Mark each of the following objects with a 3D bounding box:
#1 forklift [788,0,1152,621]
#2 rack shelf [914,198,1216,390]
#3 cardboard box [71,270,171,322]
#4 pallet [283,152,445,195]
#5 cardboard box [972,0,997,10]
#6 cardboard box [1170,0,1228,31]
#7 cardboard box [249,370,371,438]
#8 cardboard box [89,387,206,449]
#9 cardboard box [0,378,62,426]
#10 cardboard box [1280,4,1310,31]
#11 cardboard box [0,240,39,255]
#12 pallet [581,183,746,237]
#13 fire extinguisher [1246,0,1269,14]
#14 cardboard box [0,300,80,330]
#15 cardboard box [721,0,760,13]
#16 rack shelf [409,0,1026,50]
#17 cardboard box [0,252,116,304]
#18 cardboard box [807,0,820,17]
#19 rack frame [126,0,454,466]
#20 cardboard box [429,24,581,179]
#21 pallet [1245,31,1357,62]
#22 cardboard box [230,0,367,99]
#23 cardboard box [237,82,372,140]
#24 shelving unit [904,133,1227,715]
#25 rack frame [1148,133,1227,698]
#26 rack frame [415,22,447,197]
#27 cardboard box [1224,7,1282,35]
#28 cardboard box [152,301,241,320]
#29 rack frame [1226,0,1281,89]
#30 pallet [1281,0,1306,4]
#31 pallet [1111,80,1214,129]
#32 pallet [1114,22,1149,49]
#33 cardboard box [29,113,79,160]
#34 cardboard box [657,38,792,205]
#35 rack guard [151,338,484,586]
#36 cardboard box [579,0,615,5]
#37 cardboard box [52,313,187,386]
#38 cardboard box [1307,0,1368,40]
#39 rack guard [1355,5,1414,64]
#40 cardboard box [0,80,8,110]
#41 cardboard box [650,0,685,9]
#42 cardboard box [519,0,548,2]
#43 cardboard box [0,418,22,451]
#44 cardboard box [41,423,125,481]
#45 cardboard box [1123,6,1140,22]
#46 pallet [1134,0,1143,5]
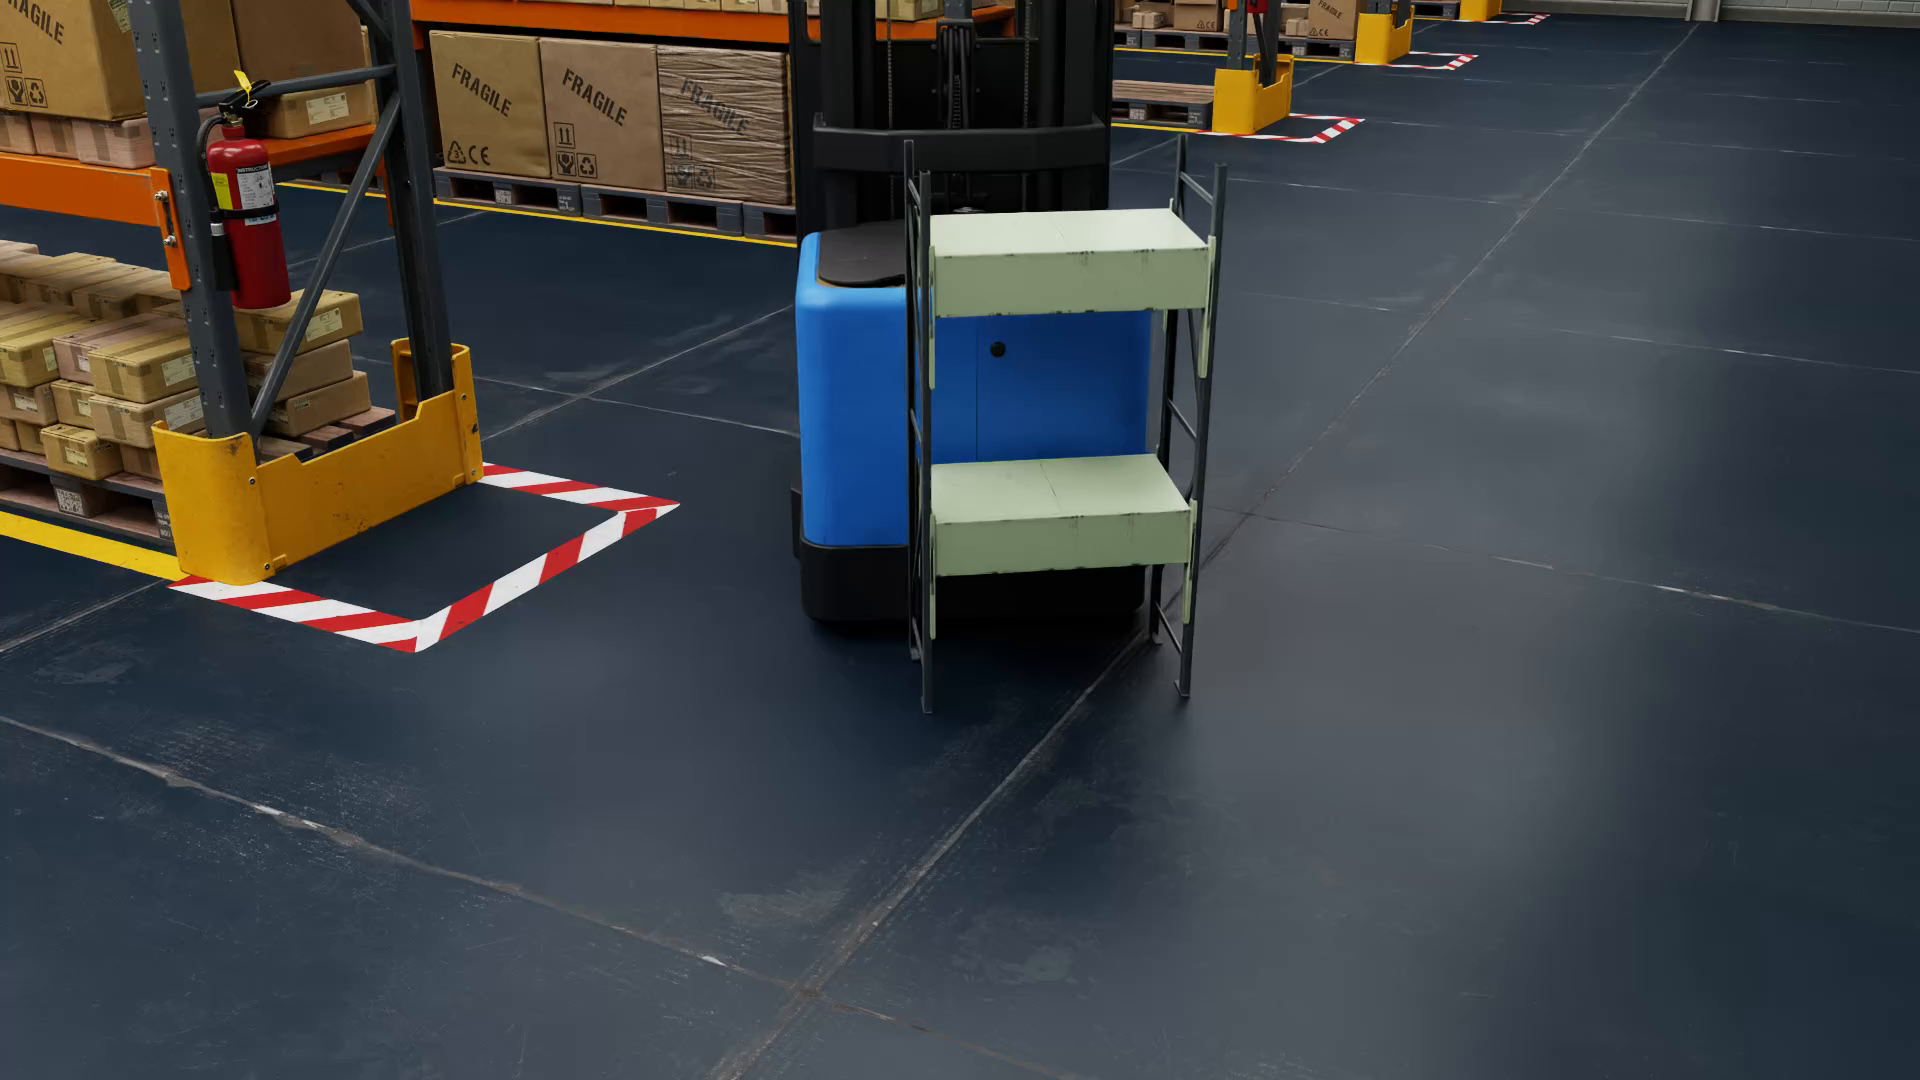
[{"bbox_3d":[-0.044,-1.640,5.861,1.130,2.935,3.031,-1,23,-3],"label":"forklift"},{"bbox_3d":[0.253,-0.652,4.352,0.720,0.370,0.431,-3,25,-7],"label":"rack shelf"},{"bbox_3d":[-3.175,-0.920,6.427,0.250,0.149,0.380,10,25,22],"label":"cardboard box"},{"bbox_3d":[-4.099,-2.691,11.807,1.213,0.211,1.003,11,25,25],"label":"pallet"},{"bbox_3d":[0.025,-3.220,9.810,0.250,0.149,0.380,12,26,25],"label":"cardboard box"},{"bbox_3d":[2.776,-6.047,18.764,0.637,0.503,0.797,11,25,25],"label":"cardboard box"},{"bbox_3d":[-2.458,-0.529,6.267,0.250,0.149,0.380,12,26,26],"label":"cardboard box"},{"bbox_3d":[-2.735,-0.455,5.713,0.250,0.149,0.380,10,25,23],"label":"cardboard box"},{"bbox_3d":[-3.199,-0.546,5.928,0.250,0.149,0.380,10,25,22],"label":"cardboard box"},{"bbox_3d":[3.863,-5.837,18.595,0.500,0.250,0.500,11,25,25],"label":"cardboard box"},{"bbox_3d":[-4.072,-1.128,6.916,0.250,0.149,0.380,10,25,23],"label":"cardboard box"},{"bbox_3d":[-1.640,-2.204,10.663,1.213,0.211,1.003,11,25,25],"label":"pallet"},{"bbox_3d":[2.358,-4.495,13.062,0.183,0.674,0.296,11,25,25],"label":"fire extinguisher"},{"bbox_3d":[-3.411,-0.737,5.996,0.250,0.149,0.380,10,25,22],"label":"cardboard box"},{"bbox_3d":[-1.185,-3.170,9.692,0.250,0.149,0.380,11,25,23],"label":"cardboard box"},{"bbox_3d":[-1.592,-3.180,10.314,4.000,0.370,1.077,11,25,25],"label":"rack shelf"},{"bbox_3d":[-3.633,-1.035,6.697,0.250,0.149,0.380,12,26,25],"label":"cardboard box"},{"bbox_3d":[-0.730,-3.080,9.481,0.250,0.149,0.380,11,26,25],"label":"cardboard box"},{"bbox_3d":[-2.135,-1.443,5.311,0.127,3.000,1.000,11,25,25],"label":"rack frame"},{"bbox_3d":[-2.824,-2.935,10.997,0.875,0.875,0.875,11,25,25],"label":"cardboard box"},{"bbox_3d":[3.887,-5.487,18.384,1.213,0.211,1.003,11,25,25],"label":"pallet"},{"bbox_3d":[-2.411,-1.802,5.646,0.500,0.500,0.500,13,26,27],"label":"cardboard box"},{"bbox_3d":[-2.276,-1.499,5.764,0.250,0.149,0.380,11,25,24],"label":"cardboard box"},{"bbox_3d":[0.251,-0.298,4.516,0.755,1.500,0.431,-3,25,-7],"label":"shelving unit"},{"bbox_3d":[0.614,-0.318,4.561,0.023,1.500,0.400,-3,25,-7],"label":"rack frame"},{"bbox_3d":[-3.376,-3.864,11.003,0.127,3.000,1.000,11,25,25],"label":"rack frame"},{"bbox_3d":[3.236,-5.742,18.371,0.500,0.250,0.500,11,25,25],"label":"cardboard box"},{"bbox_3d":[-2.749,-0.816,6.182,0.250,0.149,0.380,12,26,25],"label":"cardboard box"},{"bbox_3d":[2.428,-4.888,13.410,0.127,3.000,1.000,11,25,25],"label":"rack frame"},{"bbox_3d":[5.065,-7.394,22.867,1.213,0.211,1.003,11,25,25],"label":"pallet"},{"bbox_3d":[1.710,-3.764,14.330,1.213,0.211,1.003,11,25,25],"label":"pallet"},{"bbox_3d":[1.709,-5.918,19.397,1.213,0.211,1.003,11,25,25],"label":"pallet"},{"bbox_3d":[-2.758,-1.344,5.397,0.250,0.149,0.380,11,25,24],"label":"cardboard box"},{"bbox_3d":[-1.226,-2.619,10.254,0.875,0.875,0.875,11,25,25],"label":"cardboard box"},{"bbox_3d":[-2.203,-0.306,5.832,0.348,0.500,1.175,11,25,25],"label":"rack guard"},{"bbox_3d":[-2.106,-3.351,10.119,0.250,0.149,0.380,12,26,25],"label":"cardboard box"},{"bbox_3d":[-2.920,-0.668,5.833,0.250,0.149,0.380,12,26,26],"label":"cardboard box"},{"bbox_3d":[4.070,-5.679,17.903,0.500,0.500,0.500,11,25,25],"label":"cardboard box"},{"bbox_3d":[4.599,-5.480,17.997,0.348,0.500,1.175,11,25,25],"label":"rack guard"},{"bbox_3d":[-3.109,-1.708,5.426,0.500,0.500,0.500,11,25,24],"label":"cardboard box"},{"bbox_3d":[-1.637,-3.260,9.904,0.250,0.149,0.380,12,26,26],"label":"cardboard box"},{"bbox_3d":[-2.557,-3.442,10.331,0.250,0.149,0.380,10,25,23],"label":"cardboard box"},{"bbox_3d":[-3.397,-0.471,6.130,0.250,0.149,0.380,11,26,25],"label":"cardboard box"},{"bbox_3d":[-2.974,-0.355,5.858,0.250,0.149,0.380,12,26,26],"label":"cardboard box"},{"bbox_3d":[2.095,-6.167,19.499,0.250,0.149,0.380,11,25,25],"label":"cardboard box"},{"bbox_3d":[2.606,-7.881,24.011,1.213,0.211,1.003,11,25,25],"label":"pallet"}]
